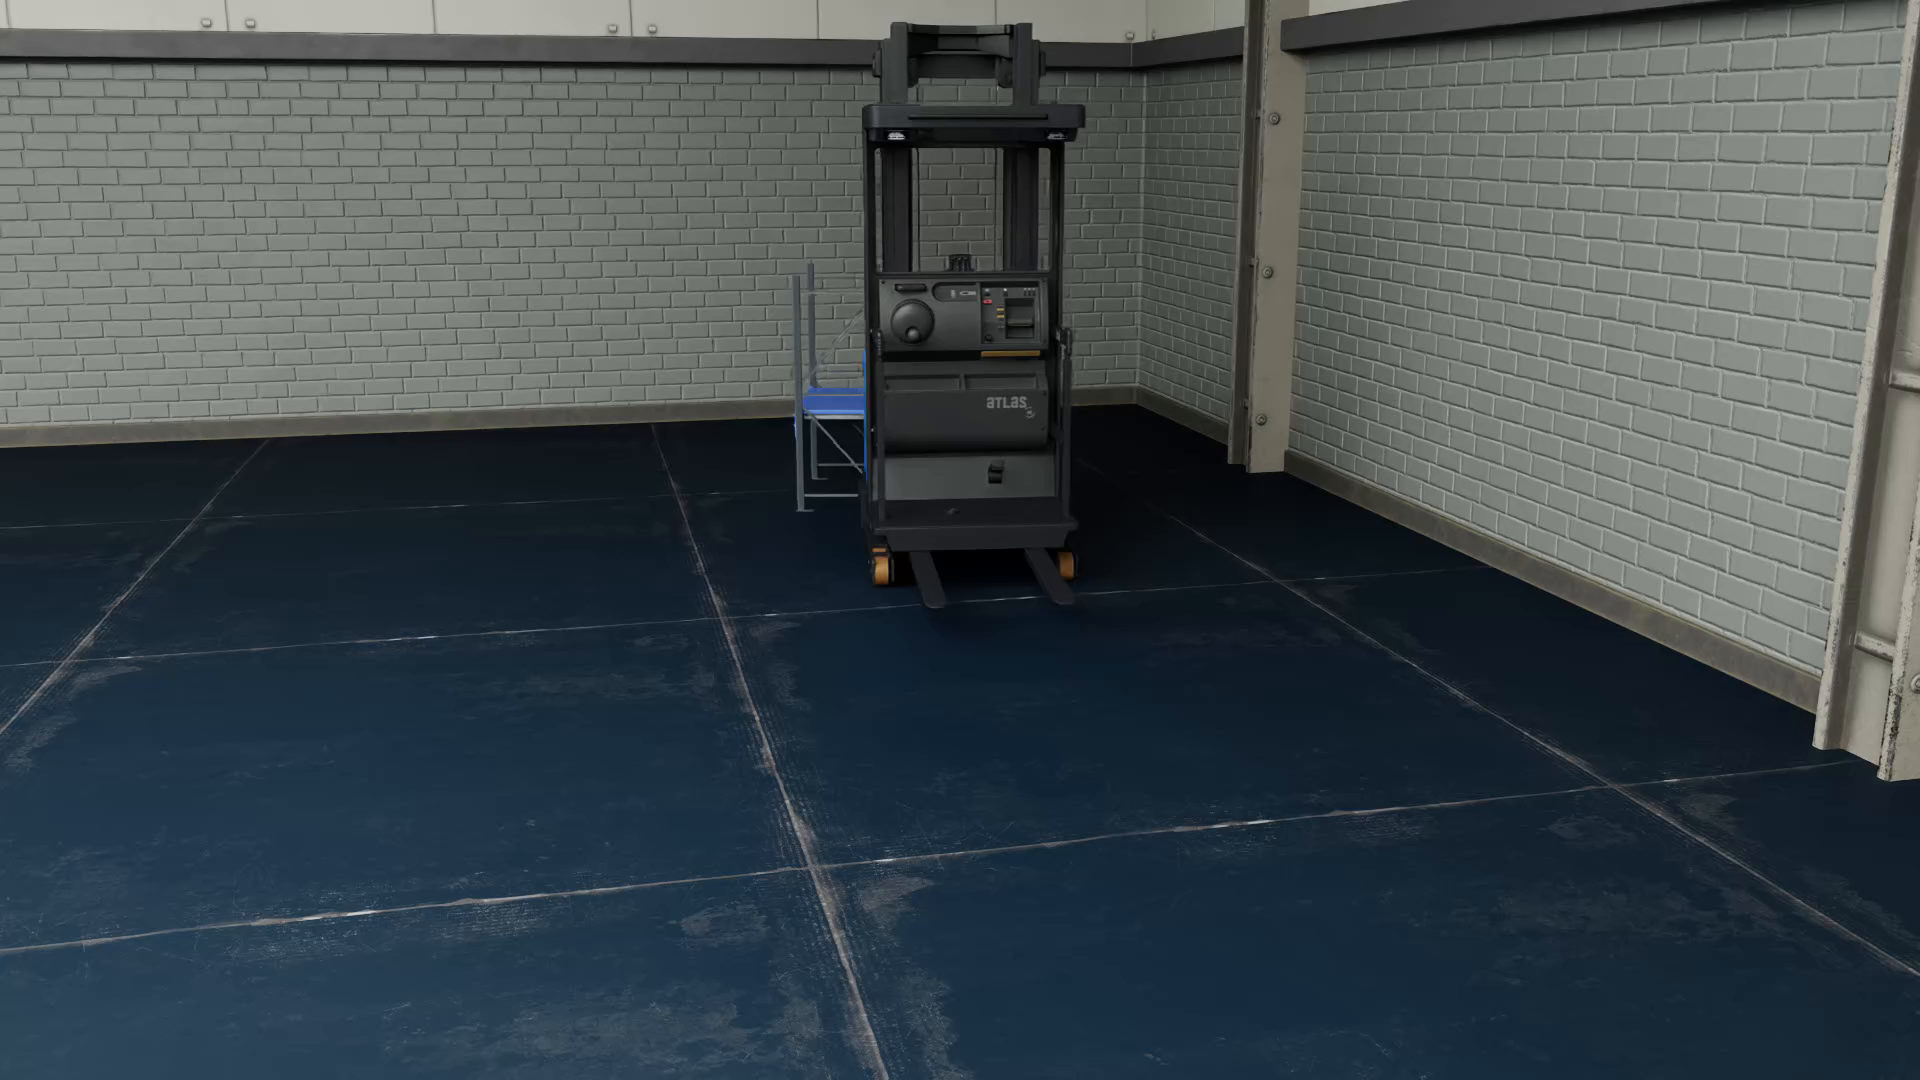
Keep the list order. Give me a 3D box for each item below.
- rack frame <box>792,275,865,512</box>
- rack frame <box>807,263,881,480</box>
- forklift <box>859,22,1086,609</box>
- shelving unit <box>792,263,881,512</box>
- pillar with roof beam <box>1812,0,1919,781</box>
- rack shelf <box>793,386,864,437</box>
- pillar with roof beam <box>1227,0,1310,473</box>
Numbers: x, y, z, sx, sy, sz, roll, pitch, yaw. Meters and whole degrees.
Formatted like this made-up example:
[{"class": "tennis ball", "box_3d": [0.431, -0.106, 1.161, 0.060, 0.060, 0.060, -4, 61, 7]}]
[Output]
[{"class": "rack frame", "box_3d": [-0.792, -0.915, 10.512, 0.500, 1.500, 0.032, 0, 14, 0]}, {"class": "rack frame", "box_3d": [-0.791, -1.156, 11.500, 0.500, 1.500, 0.032, 0, 14, 0]}, {"class": "forklift", "box_3d": [0.047, -1.259, 8.904, 1.130, 2.935, 3.031, -1, 14, -6]}, {"class": "shelving unit", "box_3d": [-0.792, -1.036, 11.006, 0.538, 1.500, 1.048, 0, 14, 0]}, {"class": "pillar with roof beam", "box_3d": [-0.610, -3.282, 4.398, 9.100, 9.000, 0.400, -3, 14, -13]}, {"class": "rack shelf", "box_3d": [-0.792, -0.861, 11.049, 0.538, 0.185, 1.000, 0, 14, 0]}, {"class": "pillar with roof beam", "box_3d": [-2.019, -4.666, 10.064, 9.100, 9.000, 0.400, -3, 14, -13]}]
